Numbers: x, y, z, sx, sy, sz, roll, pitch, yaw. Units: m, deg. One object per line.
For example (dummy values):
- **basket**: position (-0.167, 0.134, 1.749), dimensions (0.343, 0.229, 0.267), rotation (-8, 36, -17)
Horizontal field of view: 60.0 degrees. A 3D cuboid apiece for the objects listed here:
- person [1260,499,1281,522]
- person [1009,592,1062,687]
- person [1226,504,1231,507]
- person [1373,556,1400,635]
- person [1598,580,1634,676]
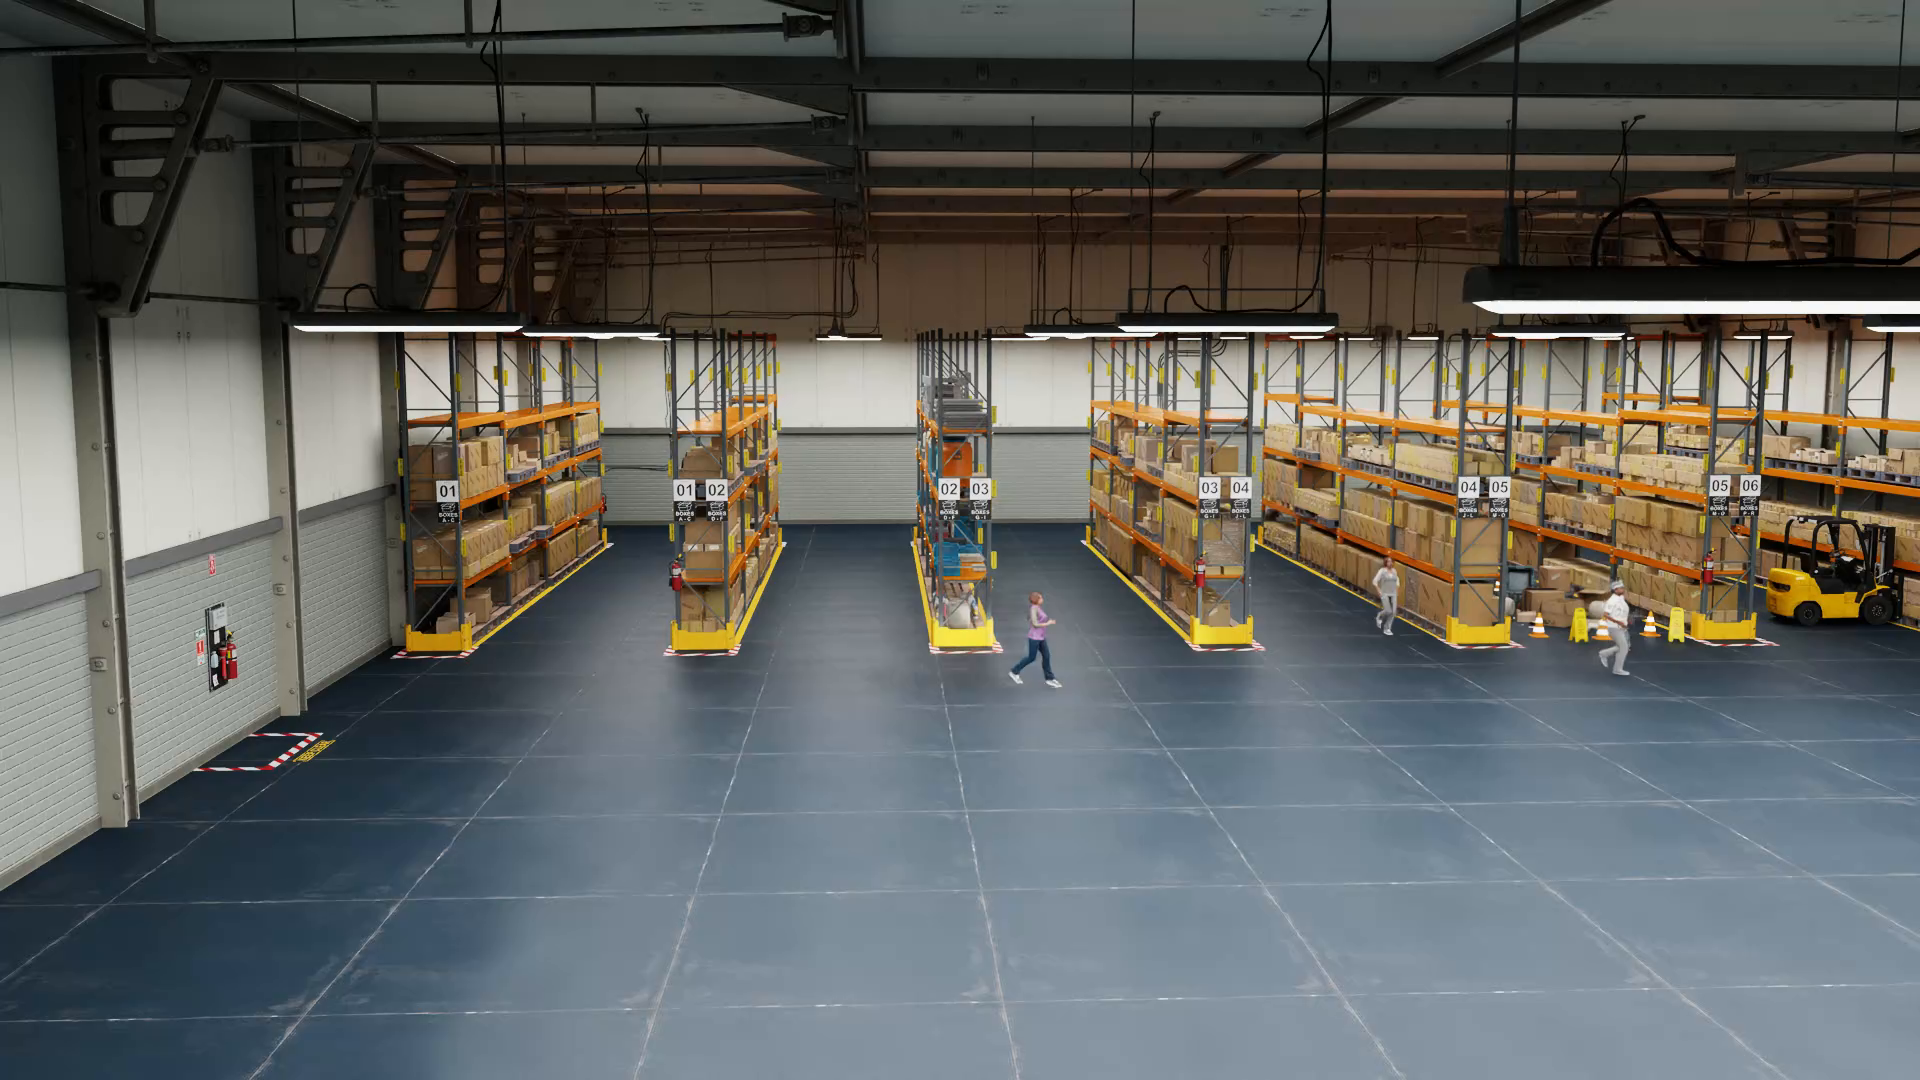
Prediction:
- **person**: position (9.244, -0.921, 49.166), dimensions (0.736, 1.732, 0.697), rotation (0, 7, 1)
- **person**: position (1.264, 1.663, 27.691), dimensions (0.883, 1.569, 0.534), rotation (2, 7, 18)
- **person**: position (7.475, -0.522, 45.737), dimensions (0.708, 1.761, 0.863), rotation (0, 7, 3)
- **person**: position (8.435, 1.097, 32.772), dimensions (0.526, 1.545, 0.521), rotation (-1, 7, -10)
- **person**: position (11.376, 1.505, 28.871), dimensions (0.581, 1.651, 0.576), rotation (7, 9, 44)
